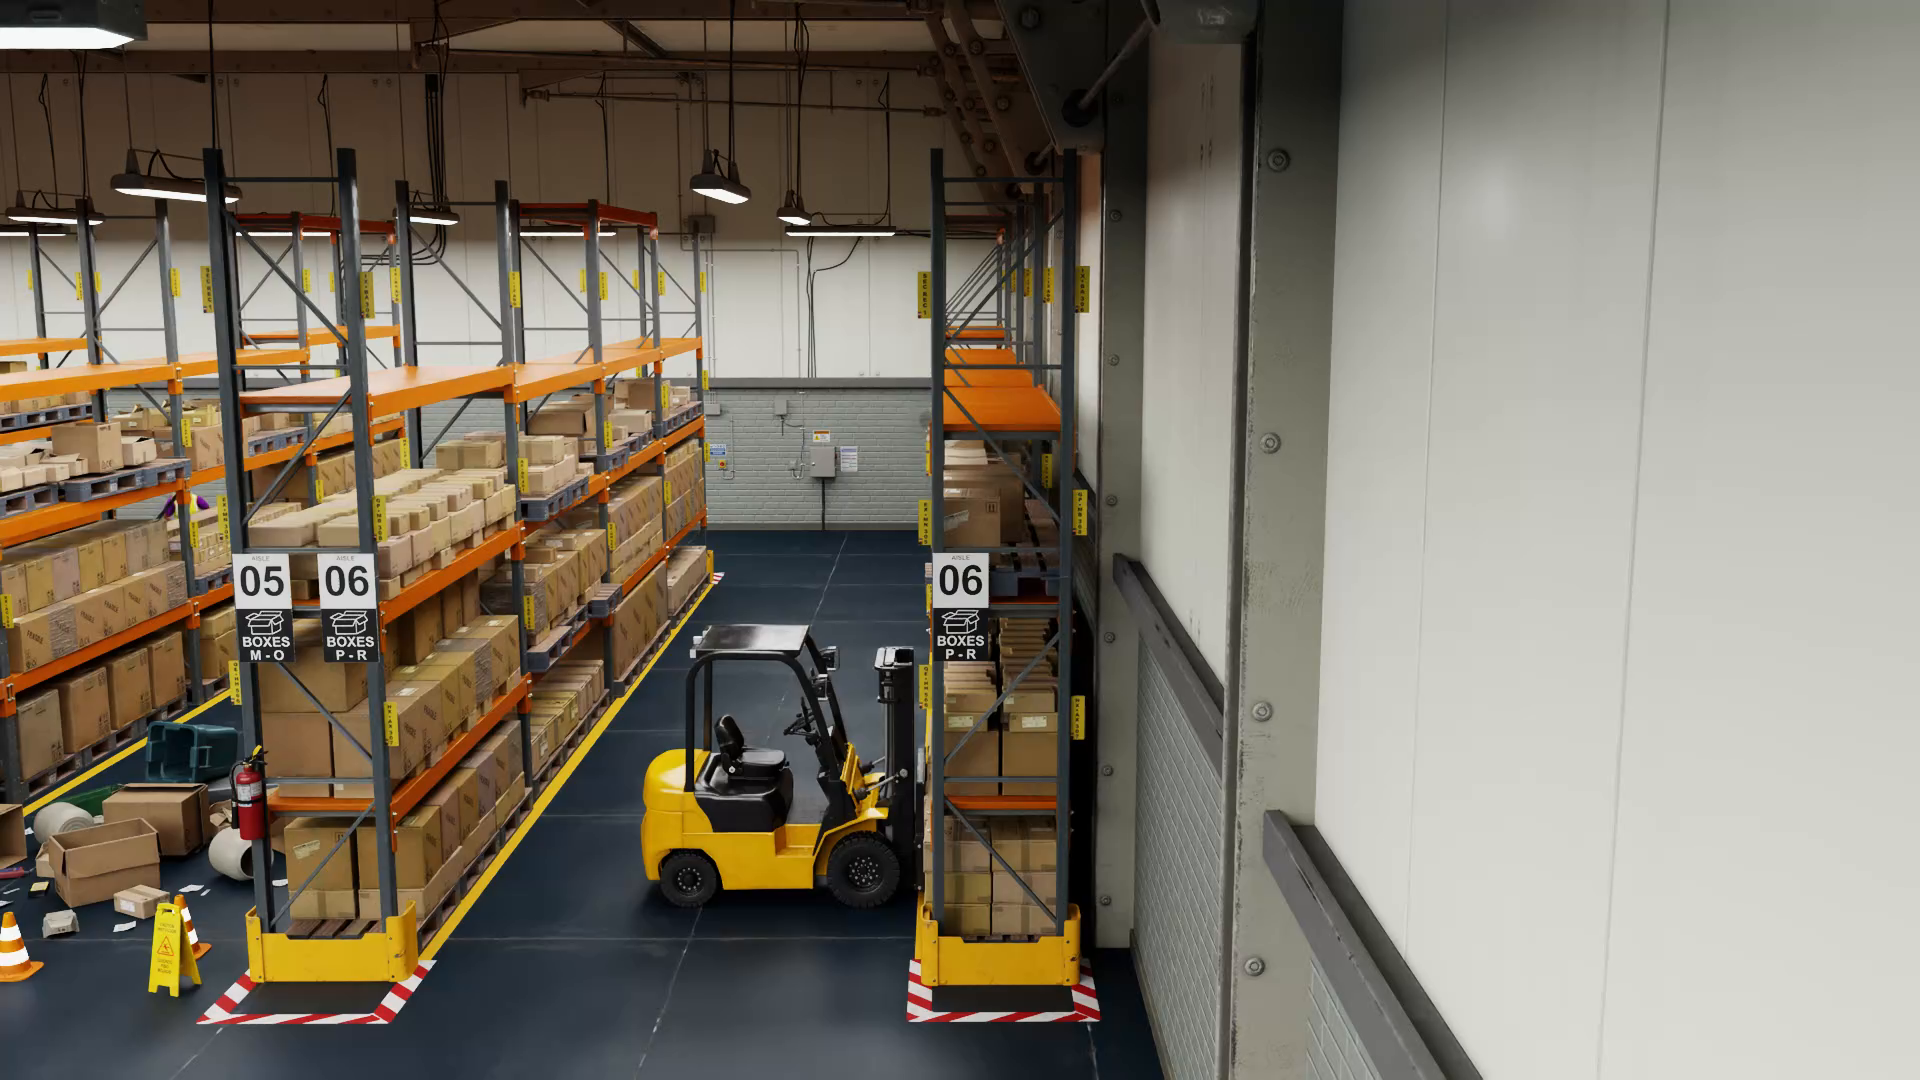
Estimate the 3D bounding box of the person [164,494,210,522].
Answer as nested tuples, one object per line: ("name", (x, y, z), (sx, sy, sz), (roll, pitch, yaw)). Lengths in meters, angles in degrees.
("person", (-13.048, -0.187, 28.248), (0.835, 1.673, 0.630), (-5, 10, -26))
